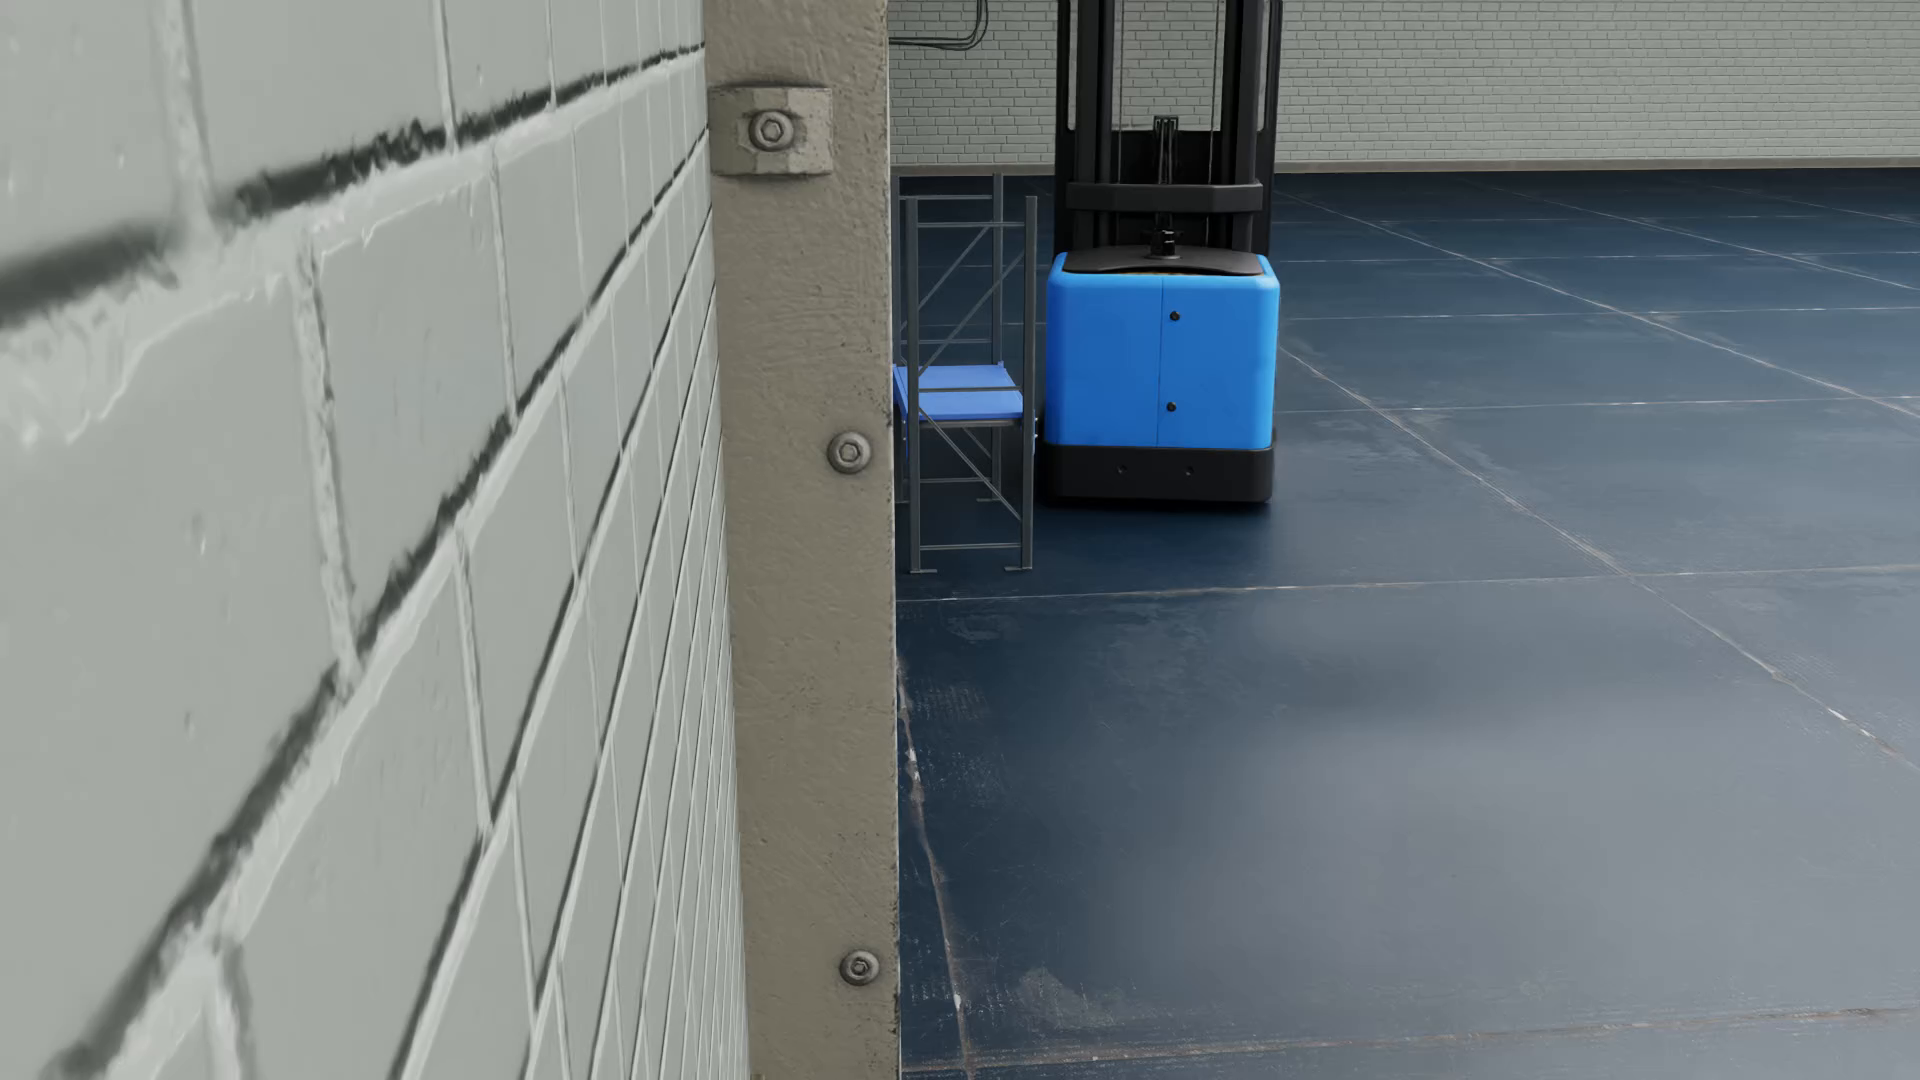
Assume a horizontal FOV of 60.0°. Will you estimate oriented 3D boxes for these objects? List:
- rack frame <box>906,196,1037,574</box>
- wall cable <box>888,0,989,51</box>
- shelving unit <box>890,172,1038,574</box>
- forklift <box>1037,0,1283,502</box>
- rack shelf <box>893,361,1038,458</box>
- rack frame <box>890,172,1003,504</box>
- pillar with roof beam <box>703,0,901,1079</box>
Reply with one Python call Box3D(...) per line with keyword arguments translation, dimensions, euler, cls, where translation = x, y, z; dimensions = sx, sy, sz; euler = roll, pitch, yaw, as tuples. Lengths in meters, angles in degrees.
Box3D(translation=(0.044, -0.590, 6.551), dimensions=(0.500, 1.500, 0.032), euler=(-2, 18, -6), cls="rack frame")
Box3D(translation=(-1.137, -7.952, 22.668), dimensions=(3.097, 2.526, 0.112), euler=(-2, 18, -6), cls="wall cable")
Box3D(translation=(-0.009, -0.741, 7.033), dimensions=(0.538, 1.500, 1.048), euler=(-2, 18, -6), cls="shelving unit")
Box3D(translation=(1.044, -1.964, 8.541), dimensions=(1.130, 2.935, 3.031), euler=(2, 18, 6), cls="forklift")
Box3D(translation=(-0.009, -0.569, 7.087), dimensions=(0.538, 0.185, 1.000), euler=(-2, 18, -6), cls="rack shelf")
Box3D(translation=(-0.061, -0.892, 7.516), dimensions=(0.500, 1.500, 0.032), euler=(-2, 18, -6), cls="rack frame")
Box3D(translation=(3.990, -3.285, 2.618), dimensions=(9.100, 9.000, 0.400), euler=(-2, 18, -6), cls="pillar with roof beam")
